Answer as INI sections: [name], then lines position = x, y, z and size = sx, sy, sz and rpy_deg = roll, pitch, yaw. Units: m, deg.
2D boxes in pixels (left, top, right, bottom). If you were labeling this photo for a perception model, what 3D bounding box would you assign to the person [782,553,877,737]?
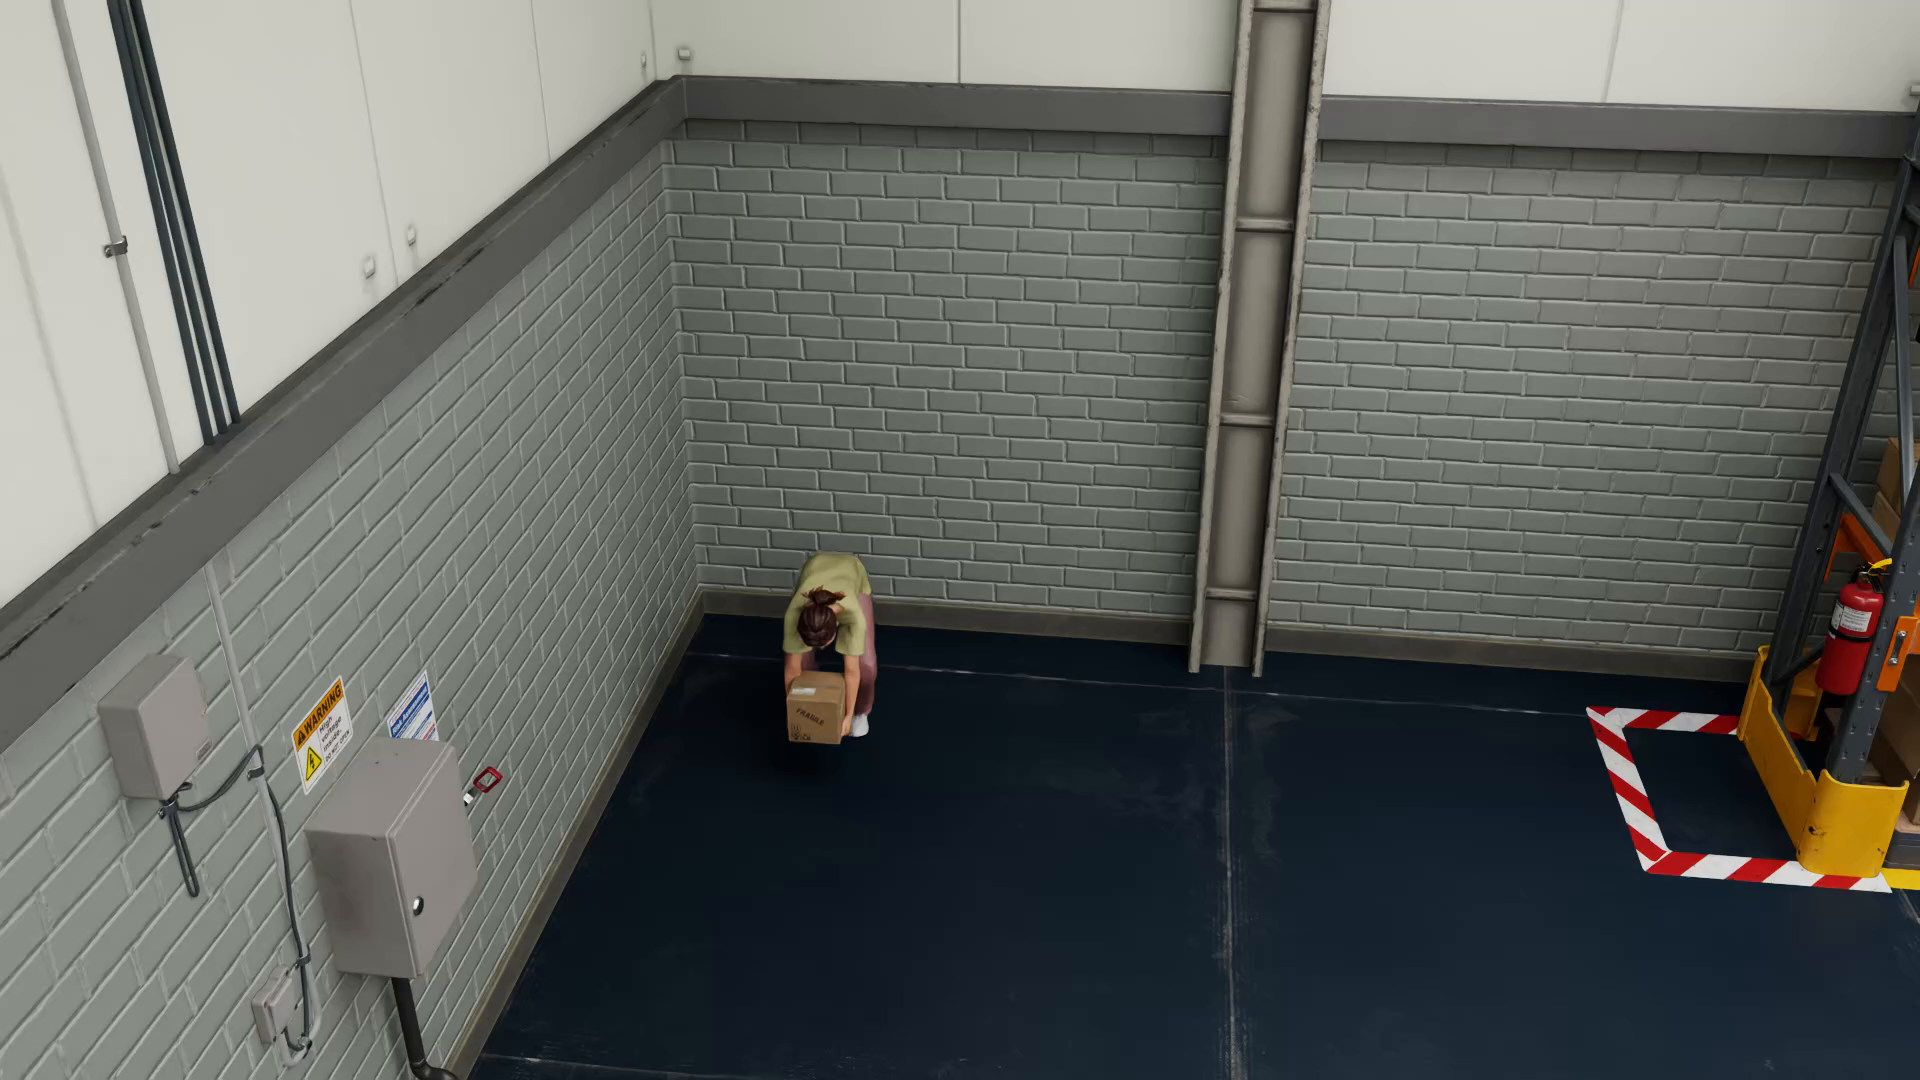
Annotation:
[person]
position = -0.650, 0.577, 8.237
size = 0.466, 1.031, 0.868
rpy_deg = 2, 29, 4
